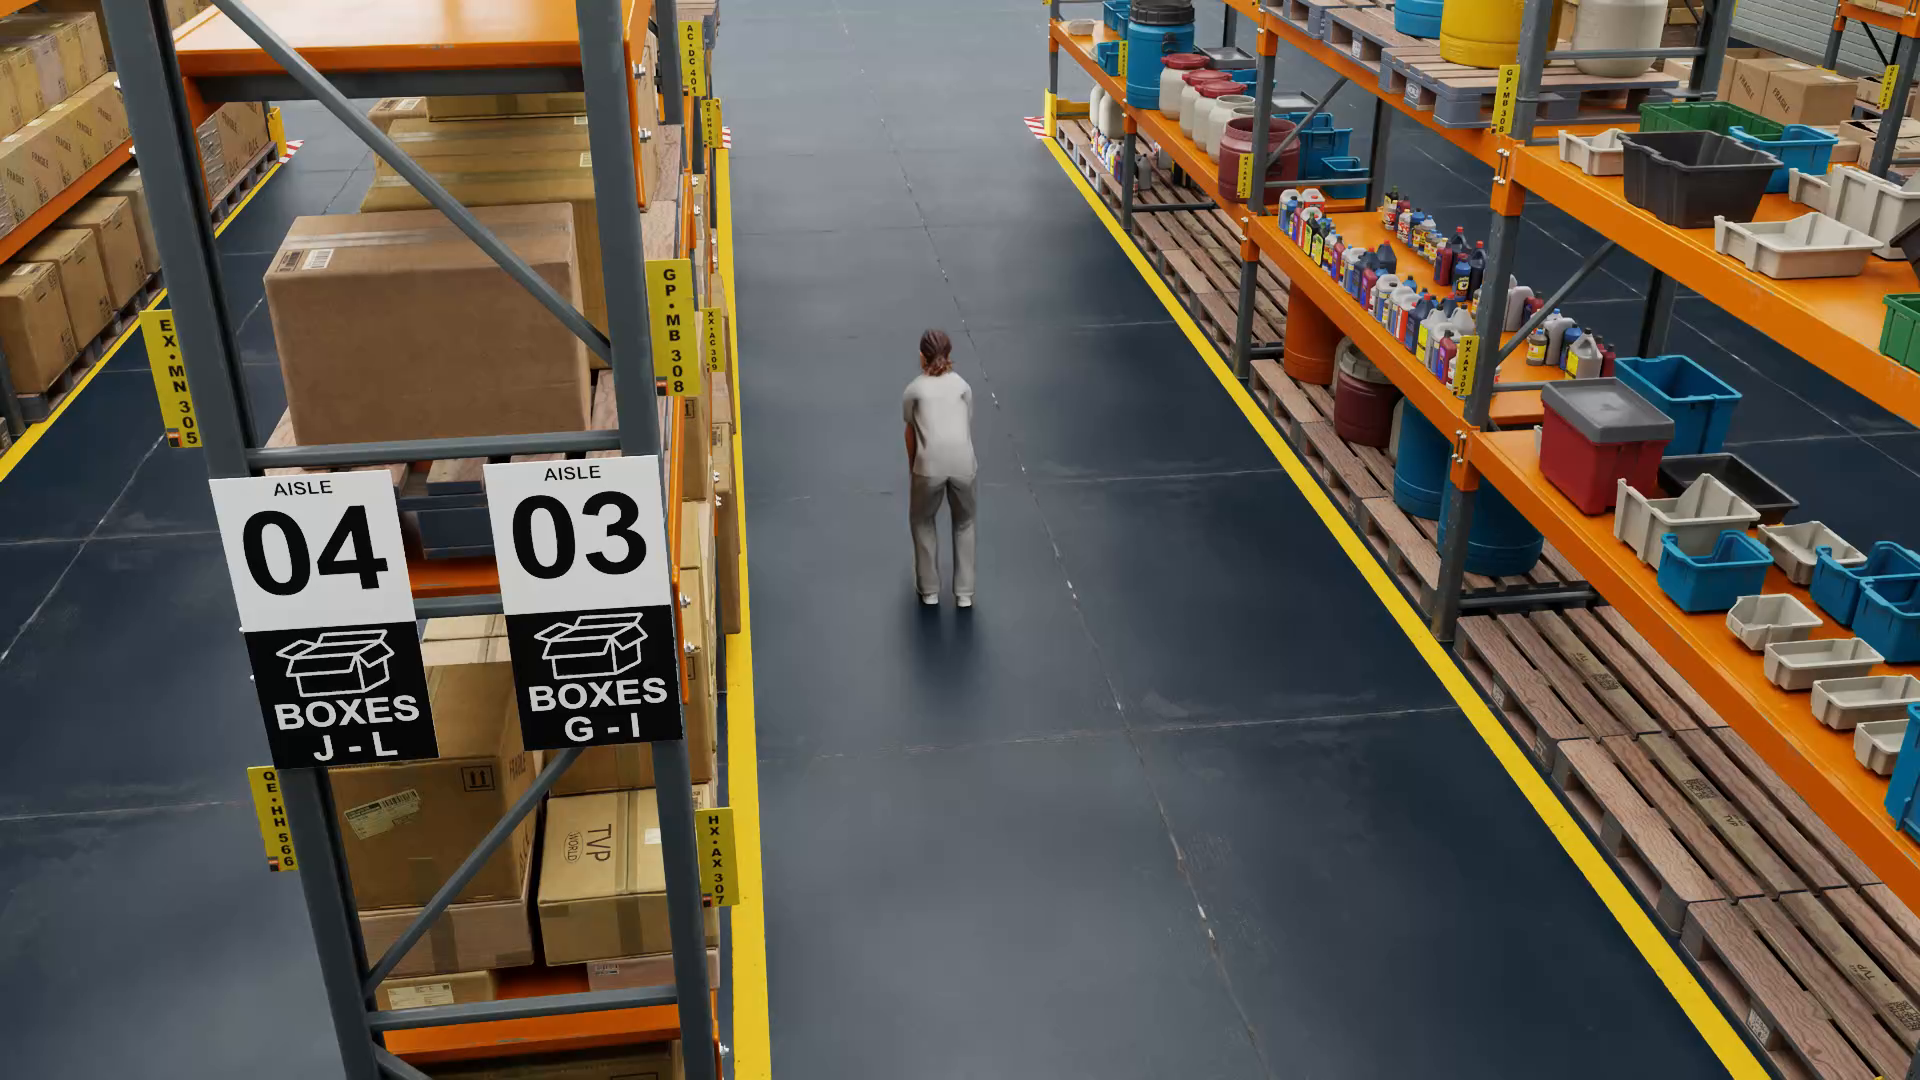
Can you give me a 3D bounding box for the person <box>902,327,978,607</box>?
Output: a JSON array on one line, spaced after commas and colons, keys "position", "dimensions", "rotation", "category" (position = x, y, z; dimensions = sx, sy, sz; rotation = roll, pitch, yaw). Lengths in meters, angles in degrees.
[{"position": [-0.116, -0.406, 9.491], "dimensions": [0.410, 1.606, 0.548], "rotation": [-4, 28, -8], "category": "person"}]
